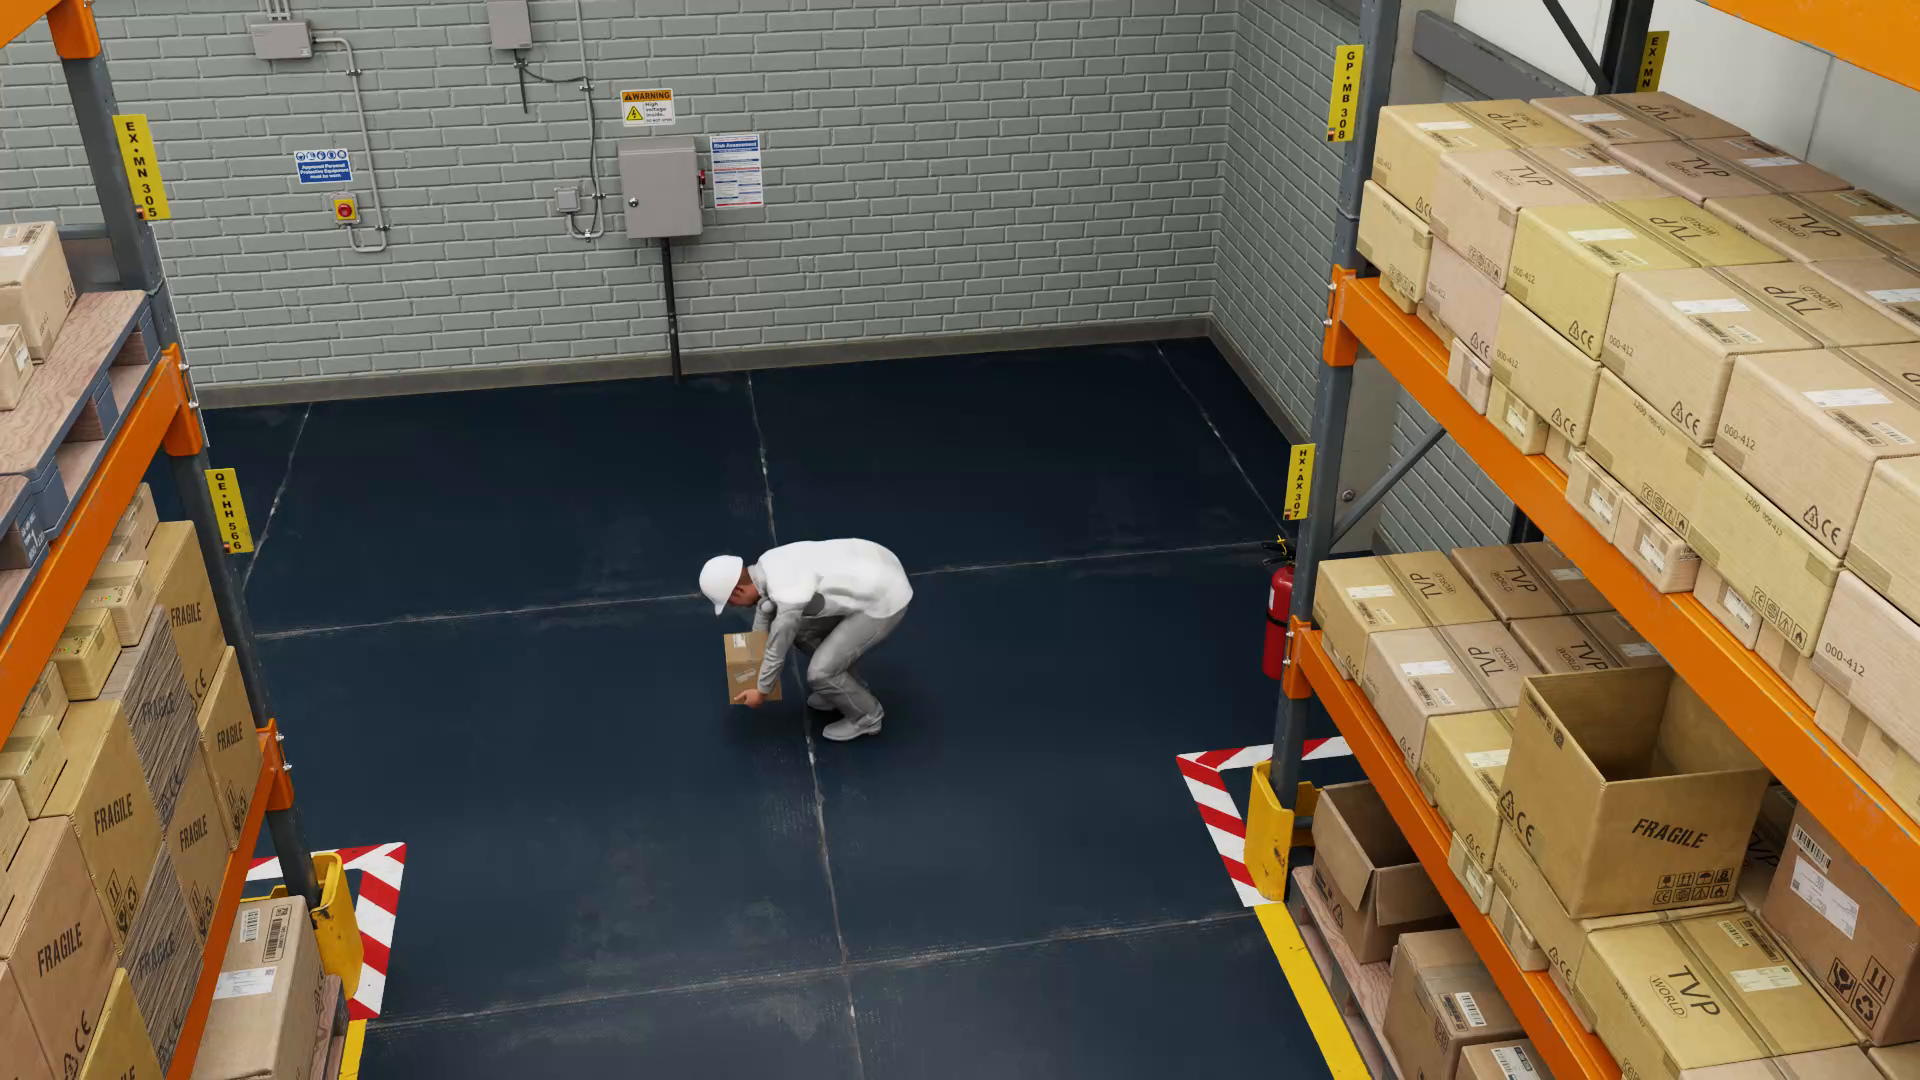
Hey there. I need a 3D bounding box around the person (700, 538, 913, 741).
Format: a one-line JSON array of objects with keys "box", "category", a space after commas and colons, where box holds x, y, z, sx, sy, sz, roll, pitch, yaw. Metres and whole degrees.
[{"box": [-0.729, 0.477, 8.052, 0.997, 1.012, 0.508, -7, 31, -11], "category": "person"}]
